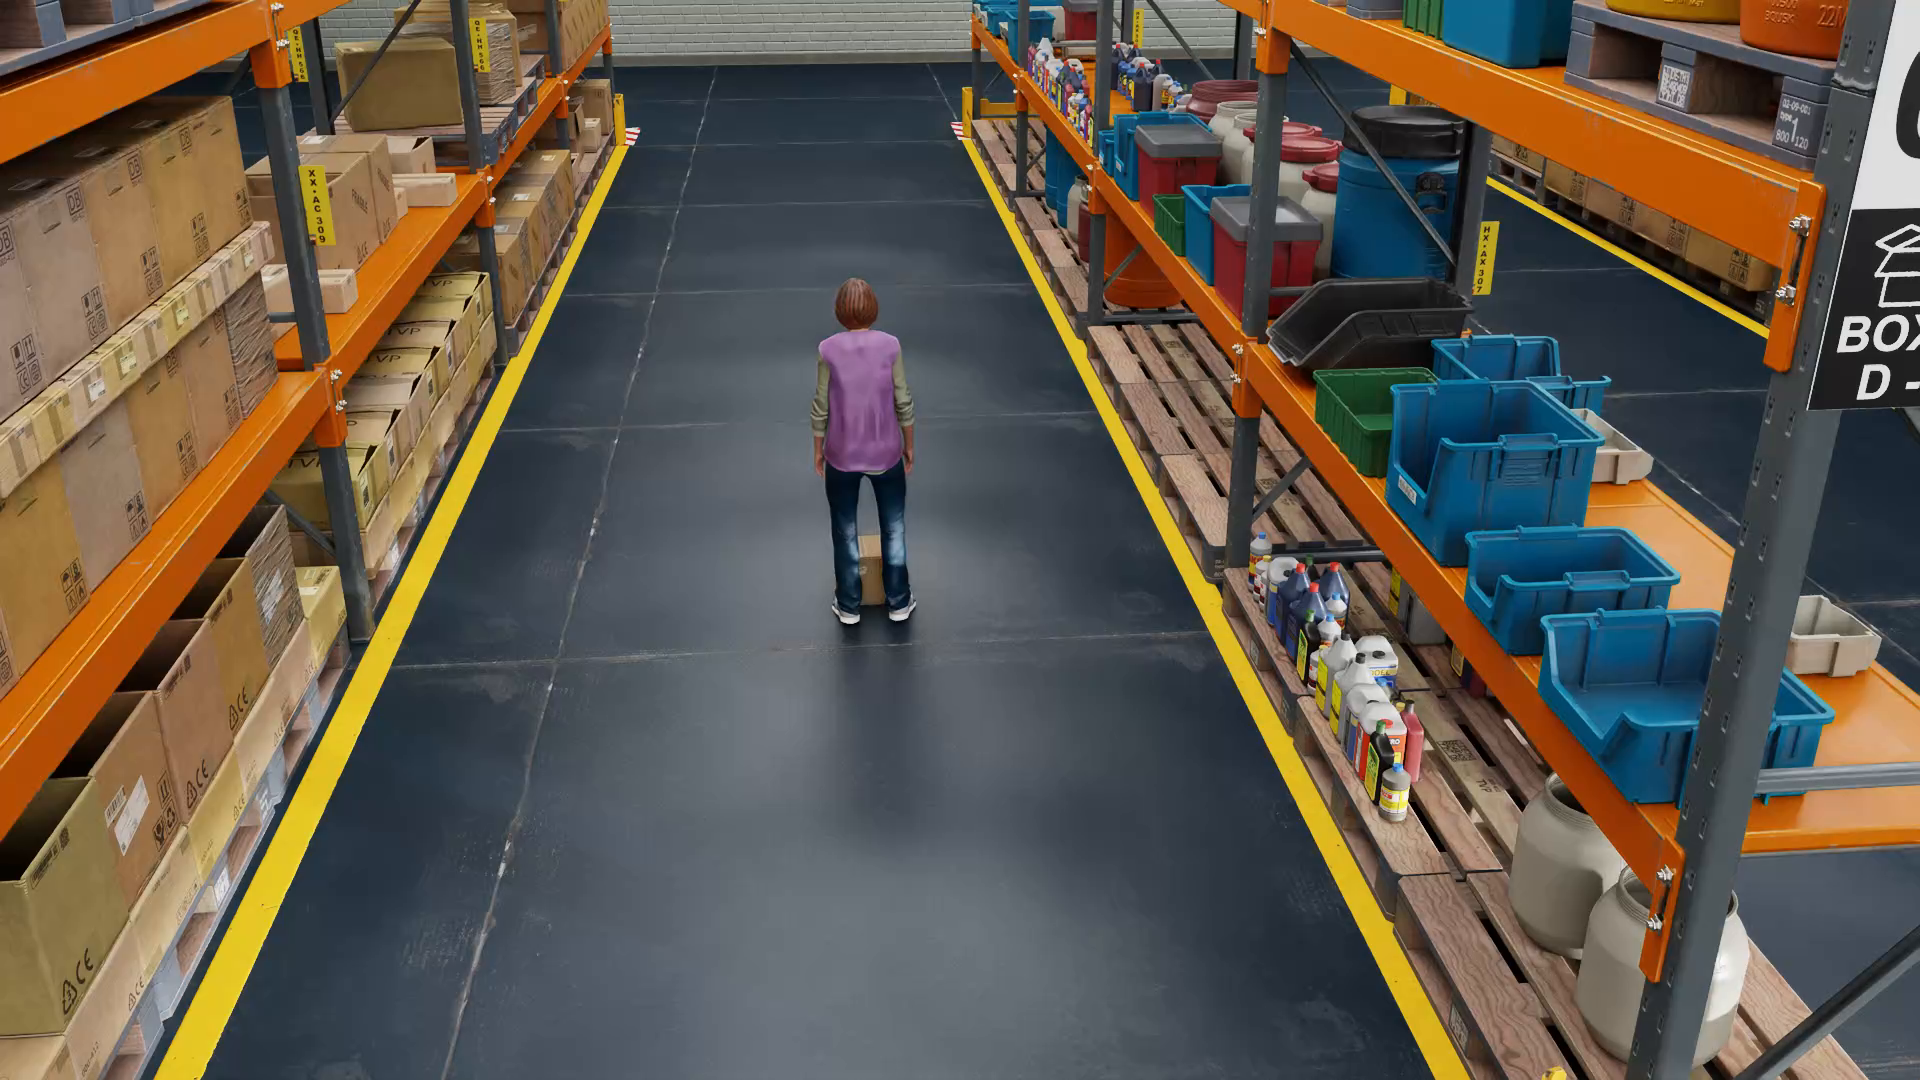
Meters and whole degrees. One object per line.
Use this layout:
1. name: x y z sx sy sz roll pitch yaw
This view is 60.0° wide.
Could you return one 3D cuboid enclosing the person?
1. person: -0.431 -0.373 7.449 0.461 1.593 0.343 -2 24 -5
